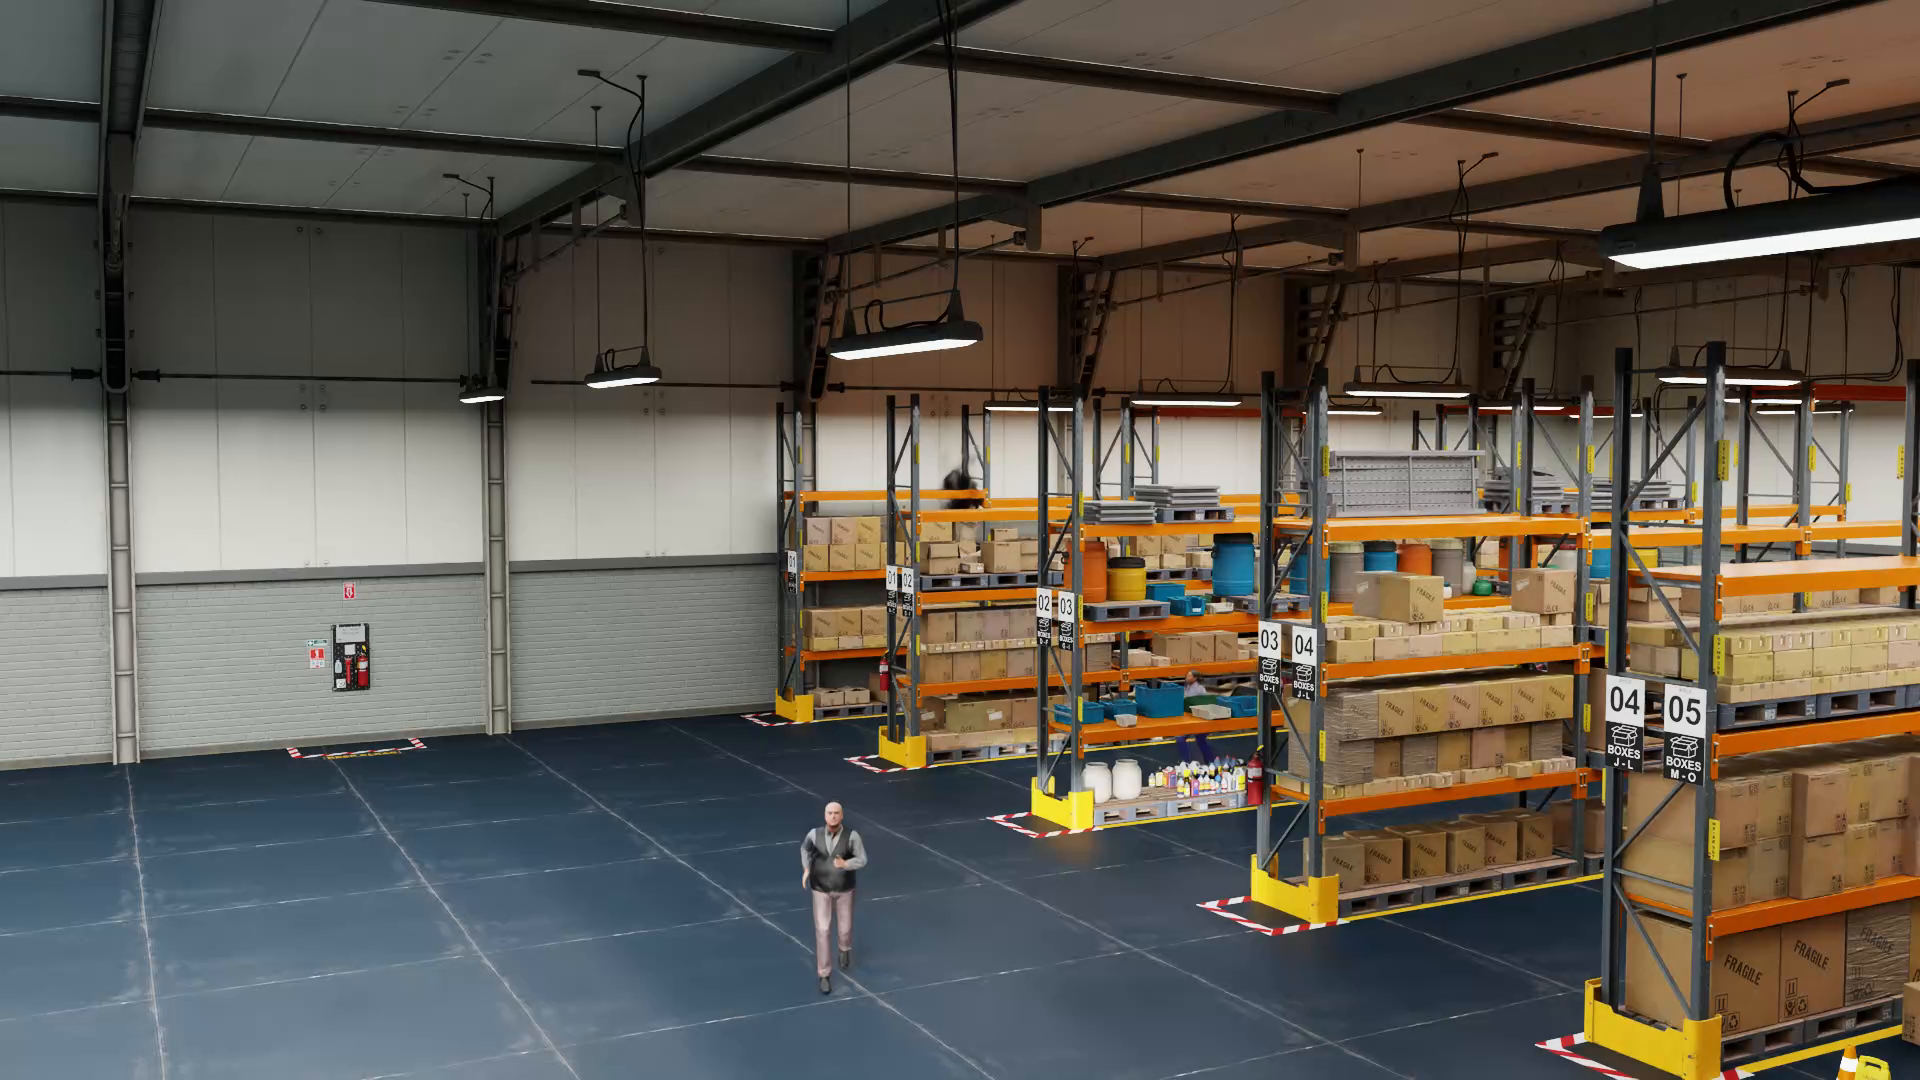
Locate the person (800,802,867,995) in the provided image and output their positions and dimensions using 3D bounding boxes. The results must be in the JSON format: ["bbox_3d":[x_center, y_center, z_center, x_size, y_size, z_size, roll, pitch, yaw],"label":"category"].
[{"bbox_3d":[-1.214,3.374,15.962,0.652,1.716,0.960,0,3,-2],"label":"person"}]

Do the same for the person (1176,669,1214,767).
[{"bbox_3d":[3.719,2.891,26.159,0.746,1.706,0.573,-2,4,-32],"label":"person"}]
